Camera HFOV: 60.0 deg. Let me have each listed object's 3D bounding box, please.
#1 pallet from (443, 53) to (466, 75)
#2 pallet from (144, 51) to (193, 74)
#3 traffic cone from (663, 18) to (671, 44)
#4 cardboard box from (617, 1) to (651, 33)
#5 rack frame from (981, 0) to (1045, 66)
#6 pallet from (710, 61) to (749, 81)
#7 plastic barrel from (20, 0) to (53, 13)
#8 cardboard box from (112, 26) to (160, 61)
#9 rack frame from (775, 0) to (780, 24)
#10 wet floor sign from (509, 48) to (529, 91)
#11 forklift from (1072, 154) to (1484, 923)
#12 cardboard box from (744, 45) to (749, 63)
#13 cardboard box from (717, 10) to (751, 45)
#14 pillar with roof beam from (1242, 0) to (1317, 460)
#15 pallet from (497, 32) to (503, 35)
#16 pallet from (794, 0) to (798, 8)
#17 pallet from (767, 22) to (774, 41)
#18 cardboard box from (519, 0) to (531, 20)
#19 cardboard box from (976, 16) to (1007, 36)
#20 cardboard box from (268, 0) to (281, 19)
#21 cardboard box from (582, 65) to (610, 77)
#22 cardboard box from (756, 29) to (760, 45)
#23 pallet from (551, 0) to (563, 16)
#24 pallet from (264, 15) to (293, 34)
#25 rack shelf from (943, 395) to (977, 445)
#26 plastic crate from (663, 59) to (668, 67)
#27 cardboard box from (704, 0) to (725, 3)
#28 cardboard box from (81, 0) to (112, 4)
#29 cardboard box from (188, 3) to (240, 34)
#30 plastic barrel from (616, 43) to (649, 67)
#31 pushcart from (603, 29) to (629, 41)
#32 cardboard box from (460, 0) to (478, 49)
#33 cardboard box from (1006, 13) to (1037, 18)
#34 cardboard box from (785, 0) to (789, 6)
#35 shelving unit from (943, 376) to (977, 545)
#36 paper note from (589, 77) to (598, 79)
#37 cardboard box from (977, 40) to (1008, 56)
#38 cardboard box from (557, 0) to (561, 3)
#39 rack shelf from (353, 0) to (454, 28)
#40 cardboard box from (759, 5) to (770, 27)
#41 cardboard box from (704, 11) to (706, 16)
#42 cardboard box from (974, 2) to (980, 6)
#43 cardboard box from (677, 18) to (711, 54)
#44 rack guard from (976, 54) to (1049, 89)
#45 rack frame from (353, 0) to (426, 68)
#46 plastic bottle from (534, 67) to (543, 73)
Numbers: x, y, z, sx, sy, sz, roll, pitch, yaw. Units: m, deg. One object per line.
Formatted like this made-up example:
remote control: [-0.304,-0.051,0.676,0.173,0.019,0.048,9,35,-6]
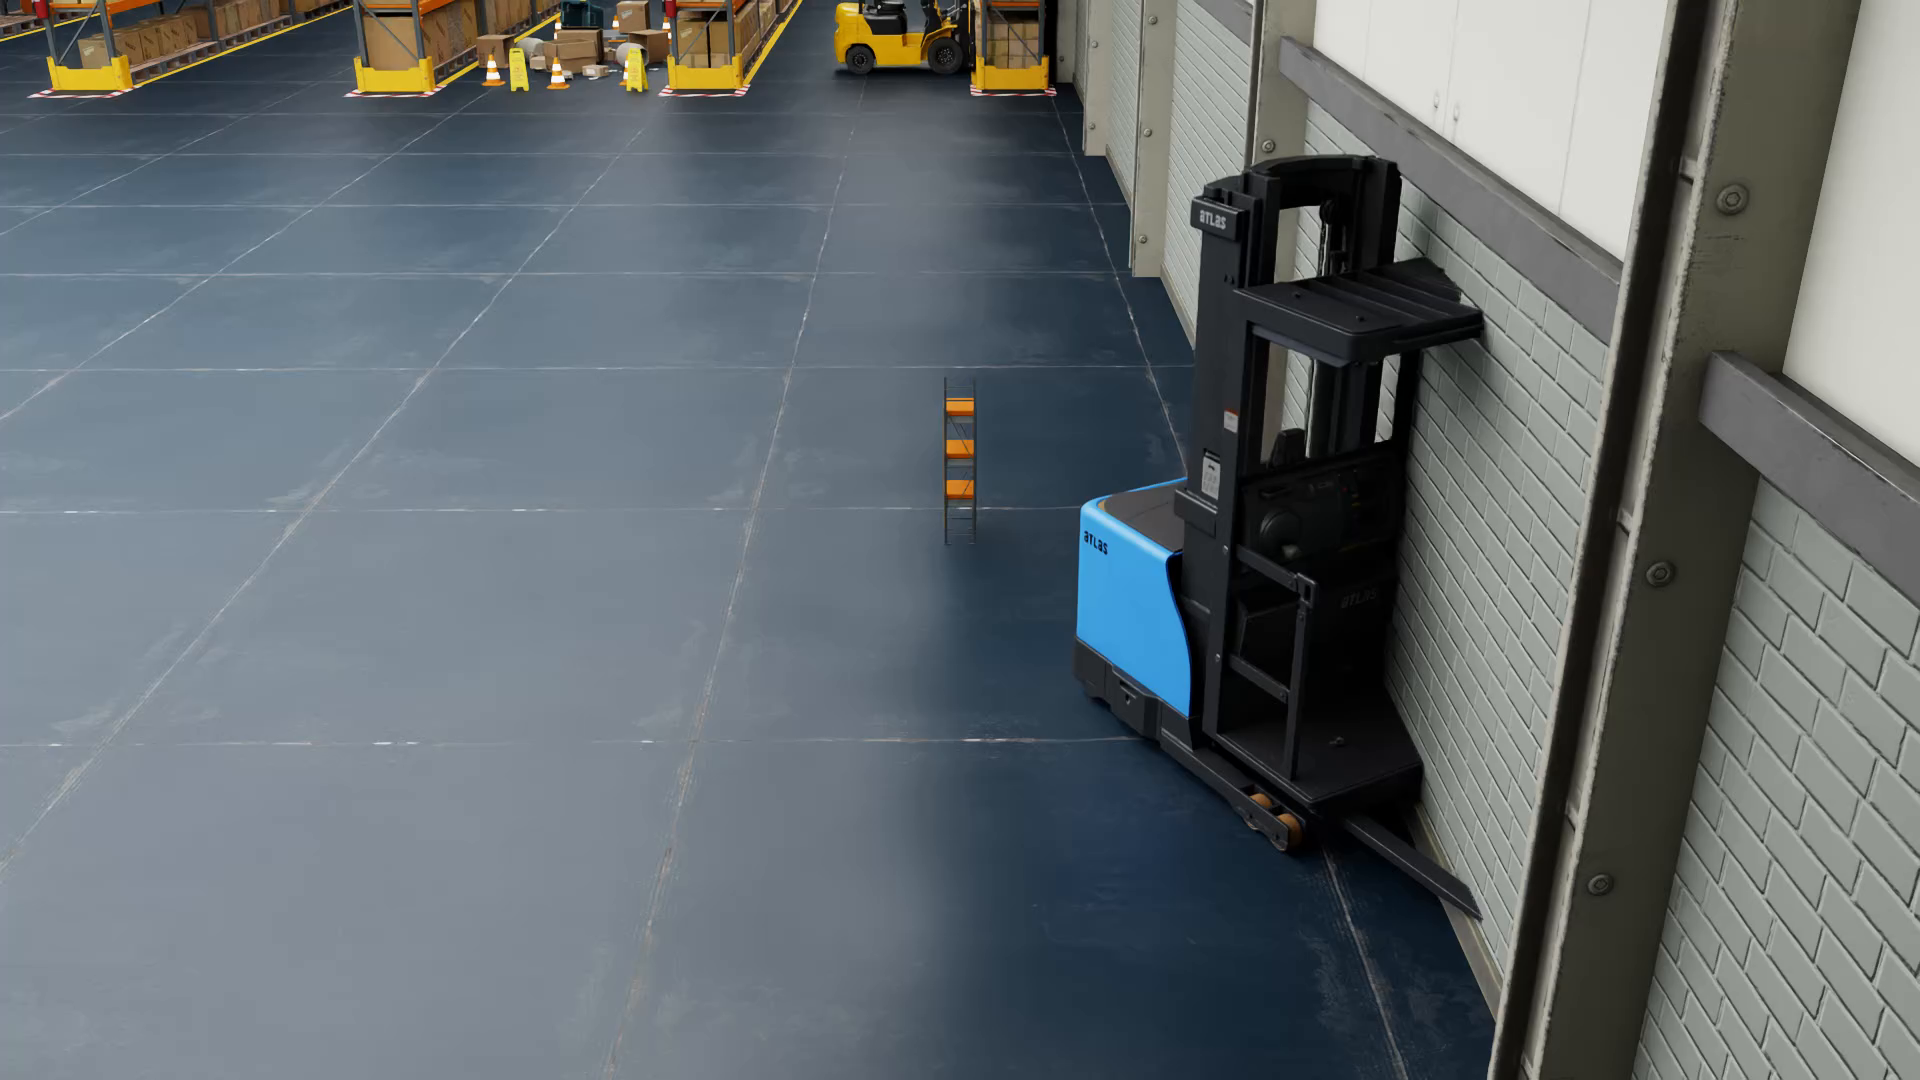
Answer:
pallet: [-9.163,-8.190,28.601,1.003,0.211,1.213,0,24,-1]
pallet: [-14.011,-8.246,28.726,1.003,0.211,1.213,0,24,-1]
traffic cone: [-5.574,-9.690,31.614,0.336,0.463,0.334,0,24,-1]
cardboard box: [-5.940,-9.527,30.290,0.500,0.500,0.500,0,24,-1]
rack frame: [0.846,-8.717,26.384,1.000,3.000,0.127,0,24,-1]
pallet: [-4.092,-7.789,27.716,1.003,0.211,1.213,0,24,-1]
plastic barrel: [-19.089,-11.327,34.279,0.600,0.830,0.708,0,24,-1]
cardboard box: [-14.045,-8.463,28.345,0.500,0.500,0.500,2,24,4]
rack frame: [-4.204,-11.990,33.620,1.000,3.000,0.127,0,24,-1]
wet floor sign: [-7.086,-7.554,26.669,0.267,0.644,0.232,-4,25,-10]
forklift: [1.779,-0.131,7.483,1.130,2.935,3.031,-13,28,-27]
cardboard box: [-3.847,-8.176,28.014,0.500,0.250,0.500,1,24,1]
cardboard box: [-3.858,-8.739,28.350,0.500,0.500,0.500,0,24,0]
pillar with roof beam: [-2.369,-4.305,9.349,9.100,9.000,0.400,0,24,-1]
pallet: [-9.193,-9.325,31.111,1.003,0.211,1.213,0,24,-1]
pallet: [-4.164,-12.050,37.137,1.003,0.211,1.213,0,24,-1]
pallet: [-4.187,-9.896,32.374,1.003,0.211,1.213,0,24,-1]
cardboard box: [-9.236,-10.841,33.300,1.050,0.750,0.750,-1,24,-1]
cardboard box: [0.518,-8.510,27.540,0.500,0.250,0.500,0,24,0]
cardboard box: [-14.087,-10.731,33.336,0.700,0.500,0.500,-2,24,-3]
cardboard box: [-6.151,-7.925,28.092,0.380,0.149,0.250,13,27,27]
cardboard box: [-3.886,-9.038,29.920,0.500,0.250,0.500,1,24,2]
pallet: [-9.171,-11.479,35.874,1.003,0.211,1.213,0,24,-1]
pallet: [-14.107,-10.353,33.384,1.003,0.211,1.213,0,24,-1]
rack shelf: [-0.001,-0.749,10.470,0.215,0.259,0.240,0,24,-1]
plastic crate: [-4.964,-8.361,29.139,0.402,0.080,0.583,-9,26,-19]
cardboard box: [-3.914,-8.720,26.695,0.380,0.149,0.250,0,24,0]
cardboard box: [-13.791,-8.653,26.547,0.380,0.149,0.250,0,24,-1]
cardboard box: [-14.042,-9.808,31.296,0.700,0.500,0.500,0,24,-1]
plastic barrel: [-5.654,-8.364,28.729,0.512,0.421,0.421,19,30,35]
pushcart: [-6.440,-9.116,30.448,1.648,0.377,0.936,-9,26,-19]
cardboard box: [-9.173,-9.242,29.612,0.875,0.875,0.875,0,24,0]
cardboard box: [1.026,-8.722,28.009,0.500,0.250,0.500,0,24,-1]
cardboard box: [-4.134,-11.866,35.414,0.875,0.875,0.875,0,24,0]
shelving unit: [-0.001,-0.500,10.582,0.215,1.050,0.252,0,24,-1]
paper note: [-6.118,-7.721,27.785,0.148,0.019,0.142,-9,26,-19]
cardboard box: [0.528,-8.083,27.202,0.500,0.250,0.500,-1,24,-1]
cardboard box: [-8.930,-11.900,35.945,0.500,0.500,0.500,-1,24,-2]
rack shelf: [-9.088,-9.126,28.161,1.077,0.370,4.000,0,24,-1]
cardboard box: [-4.190,-10.135,32.197,0.950,0.372,0.625,1,24,1]
cardboard box: [-4.457,-8.853,27.814,0.380,0.149,0.250,0,24,0]
cardboard box: [0.490,-9.348,29.393,0.500,0.250,0.500,0,24,0]
cardboard box: [-4.387,-8.303,27.384,0.500,0.500,0.500,0,24,0]
rack guard: [0.846,-7.568,26.877,1.175,0.500,0.348,0,24,-1]
rack frame: [-9.066,-8.629,26.190,1.000,3.000,0.127,0,24,-1]
plastic bottle: [-7.224,-8.055,28.485,0.133,0.061,0.283,-9,26,-19]
